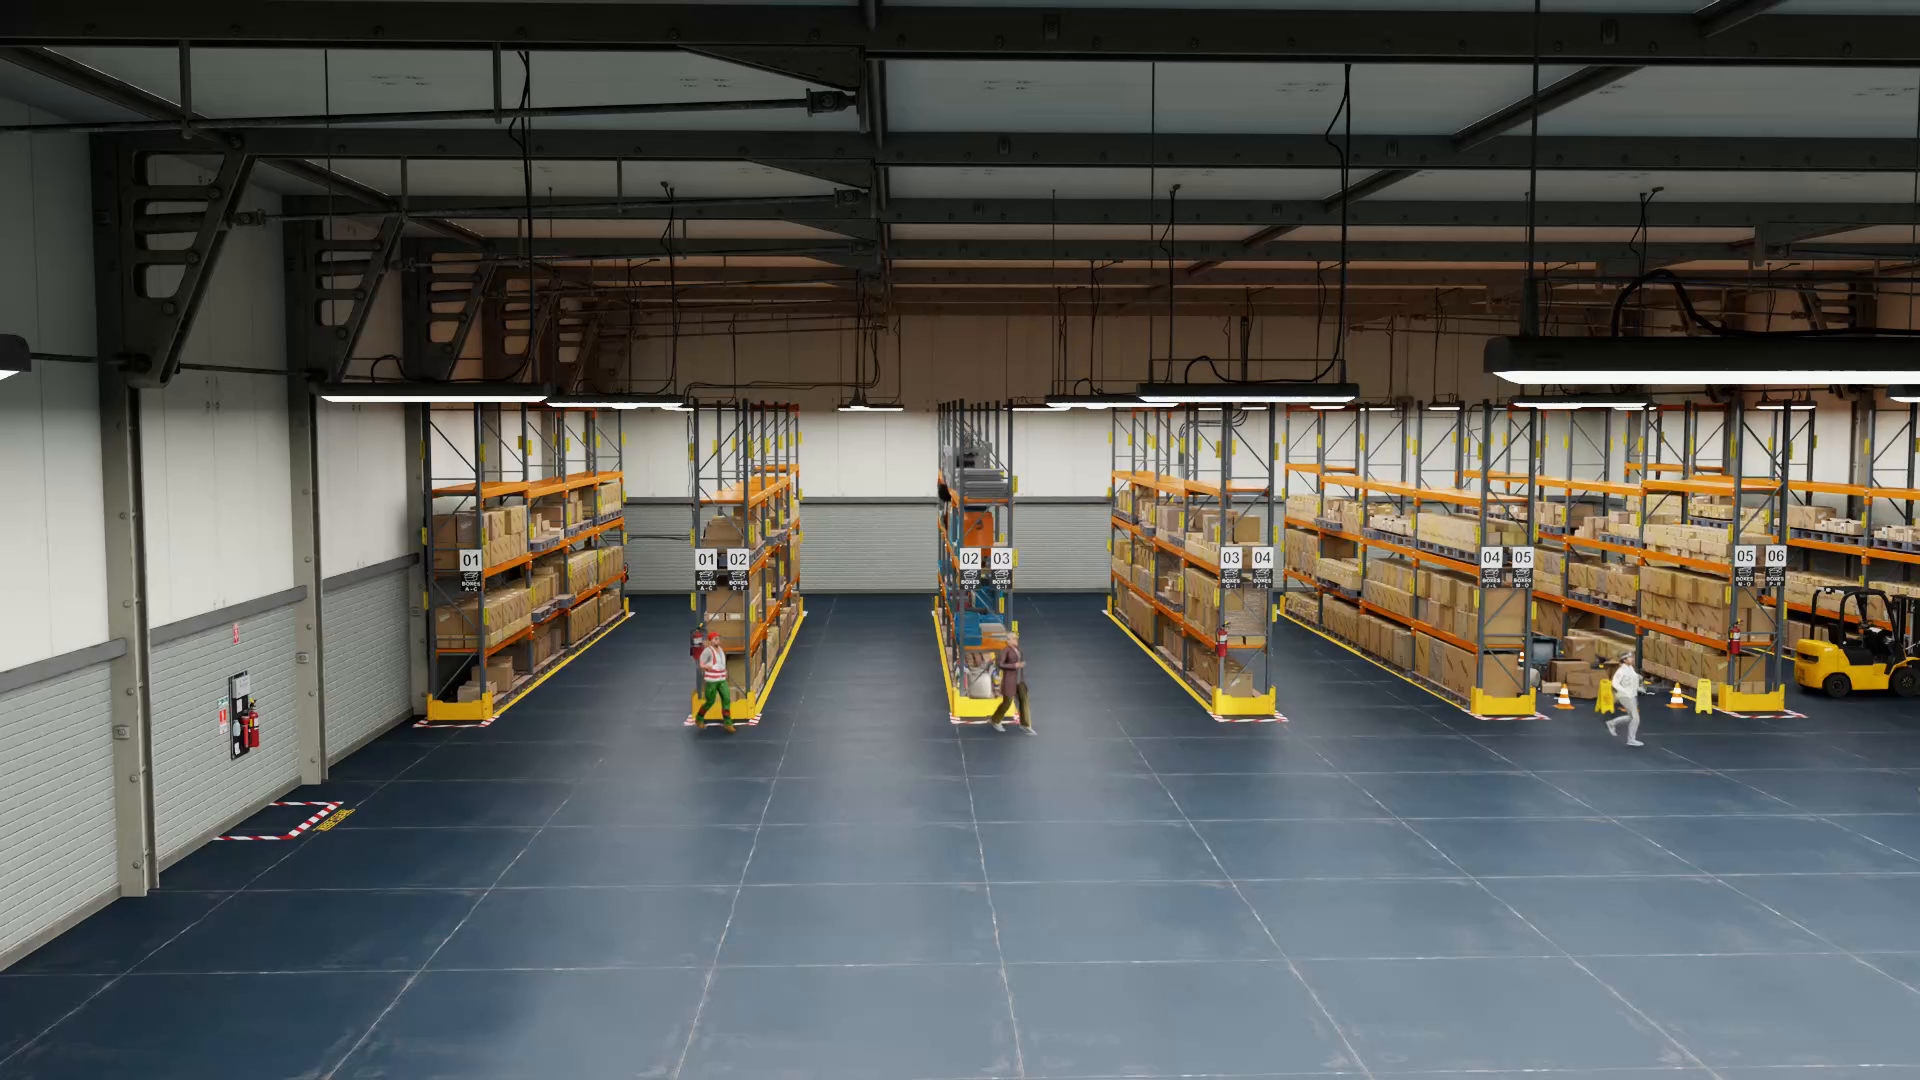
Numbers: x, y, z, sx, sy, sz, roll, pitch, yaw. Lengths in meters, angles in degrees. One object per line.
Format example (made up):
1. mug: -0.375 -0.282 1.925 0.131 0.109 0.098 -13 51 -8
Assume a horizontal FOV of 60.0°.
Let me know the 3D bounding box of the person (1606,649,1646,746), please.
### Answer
1. person: 11.506 2.710 28.770 0.698 1.653 0.620 4 6 45

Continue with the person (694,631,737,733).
1. person: -4.394 2.543 29.818 0.878 1.807 0.658 3 5 37

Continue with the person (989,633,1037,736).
1. person: 0.925 2.568 29.679 0.908 1.828 0.709 4 6 40
